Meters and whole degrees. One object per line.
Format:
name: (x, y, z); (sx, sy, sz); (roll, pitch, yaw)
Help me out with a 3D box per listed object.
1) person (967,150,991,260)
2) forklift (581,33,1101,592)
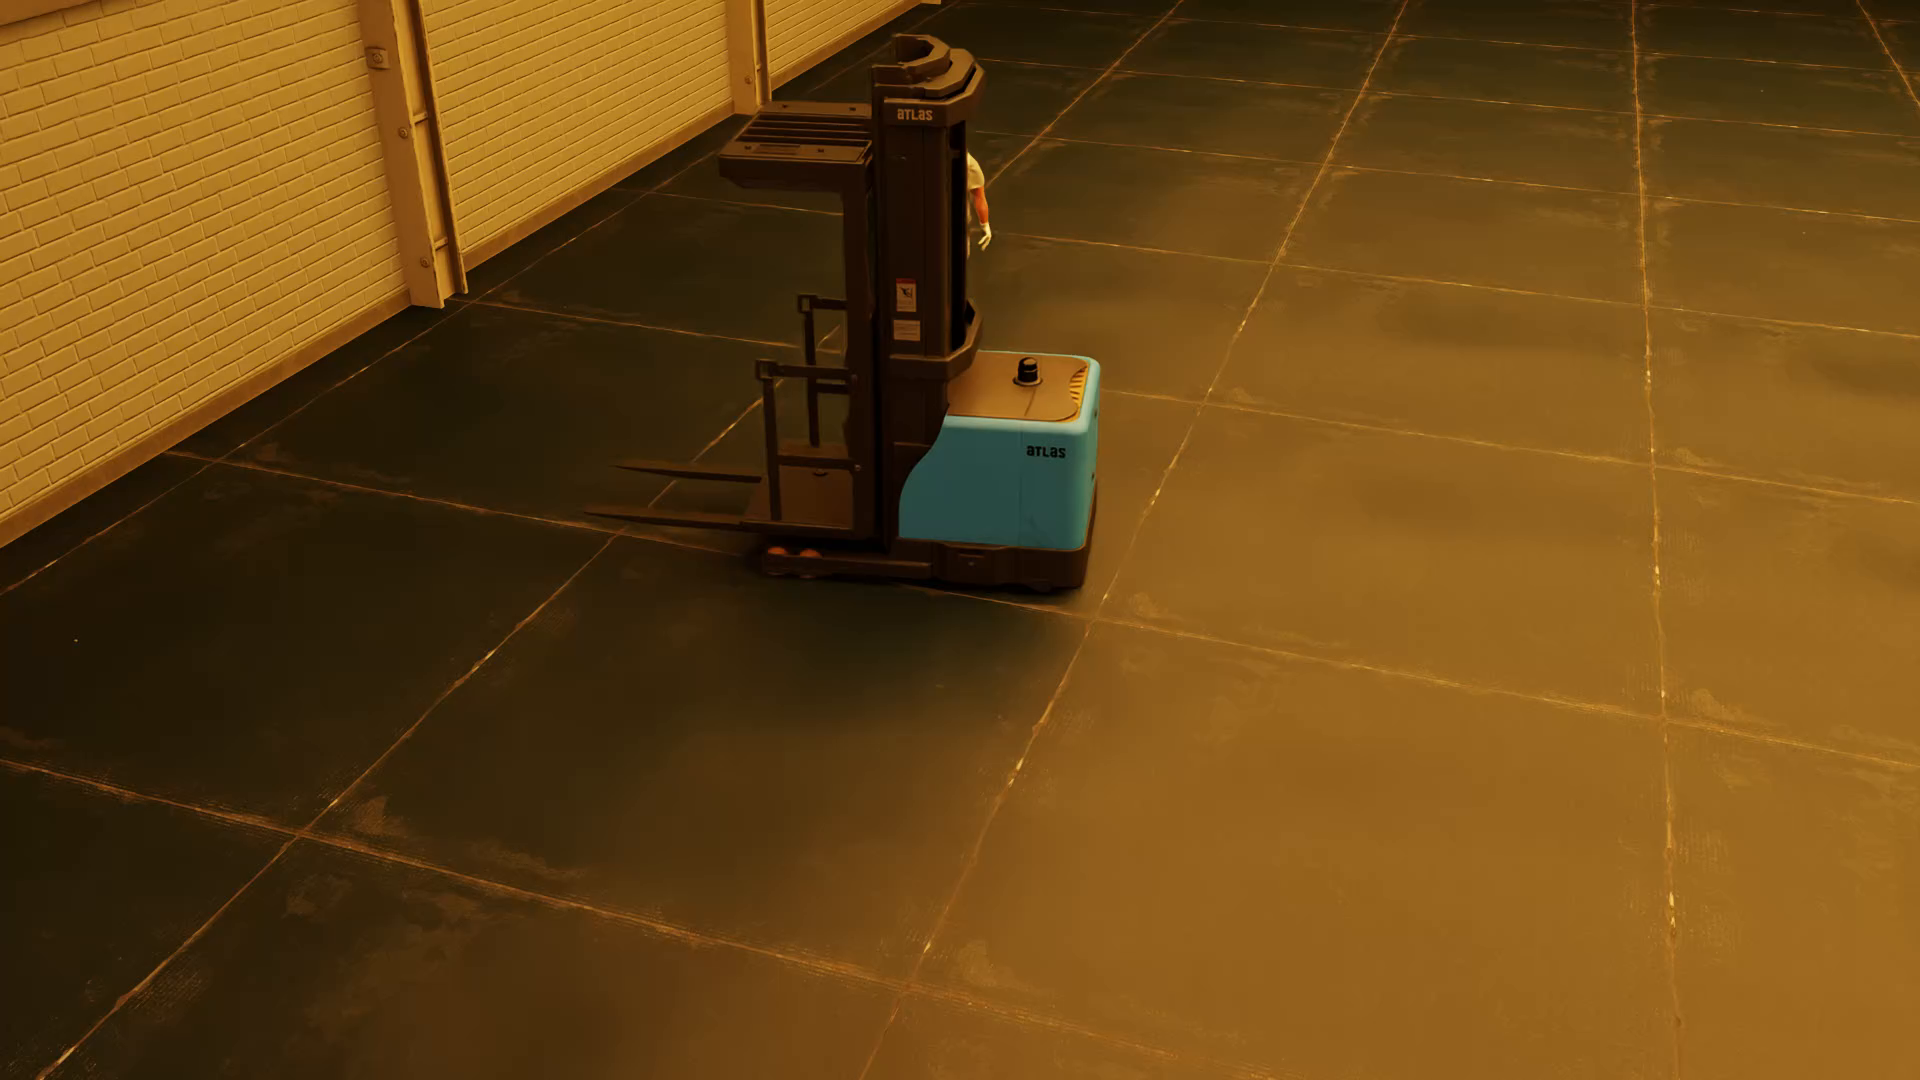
person: (-0.146, -2.379, 12.487); (0.735, 1.766, 0.485); (-2, 30, -4)
forklift: (-0.720, -1.301, 9.420); (3.031, 2.935, 1.130); (4, 30, 7)
